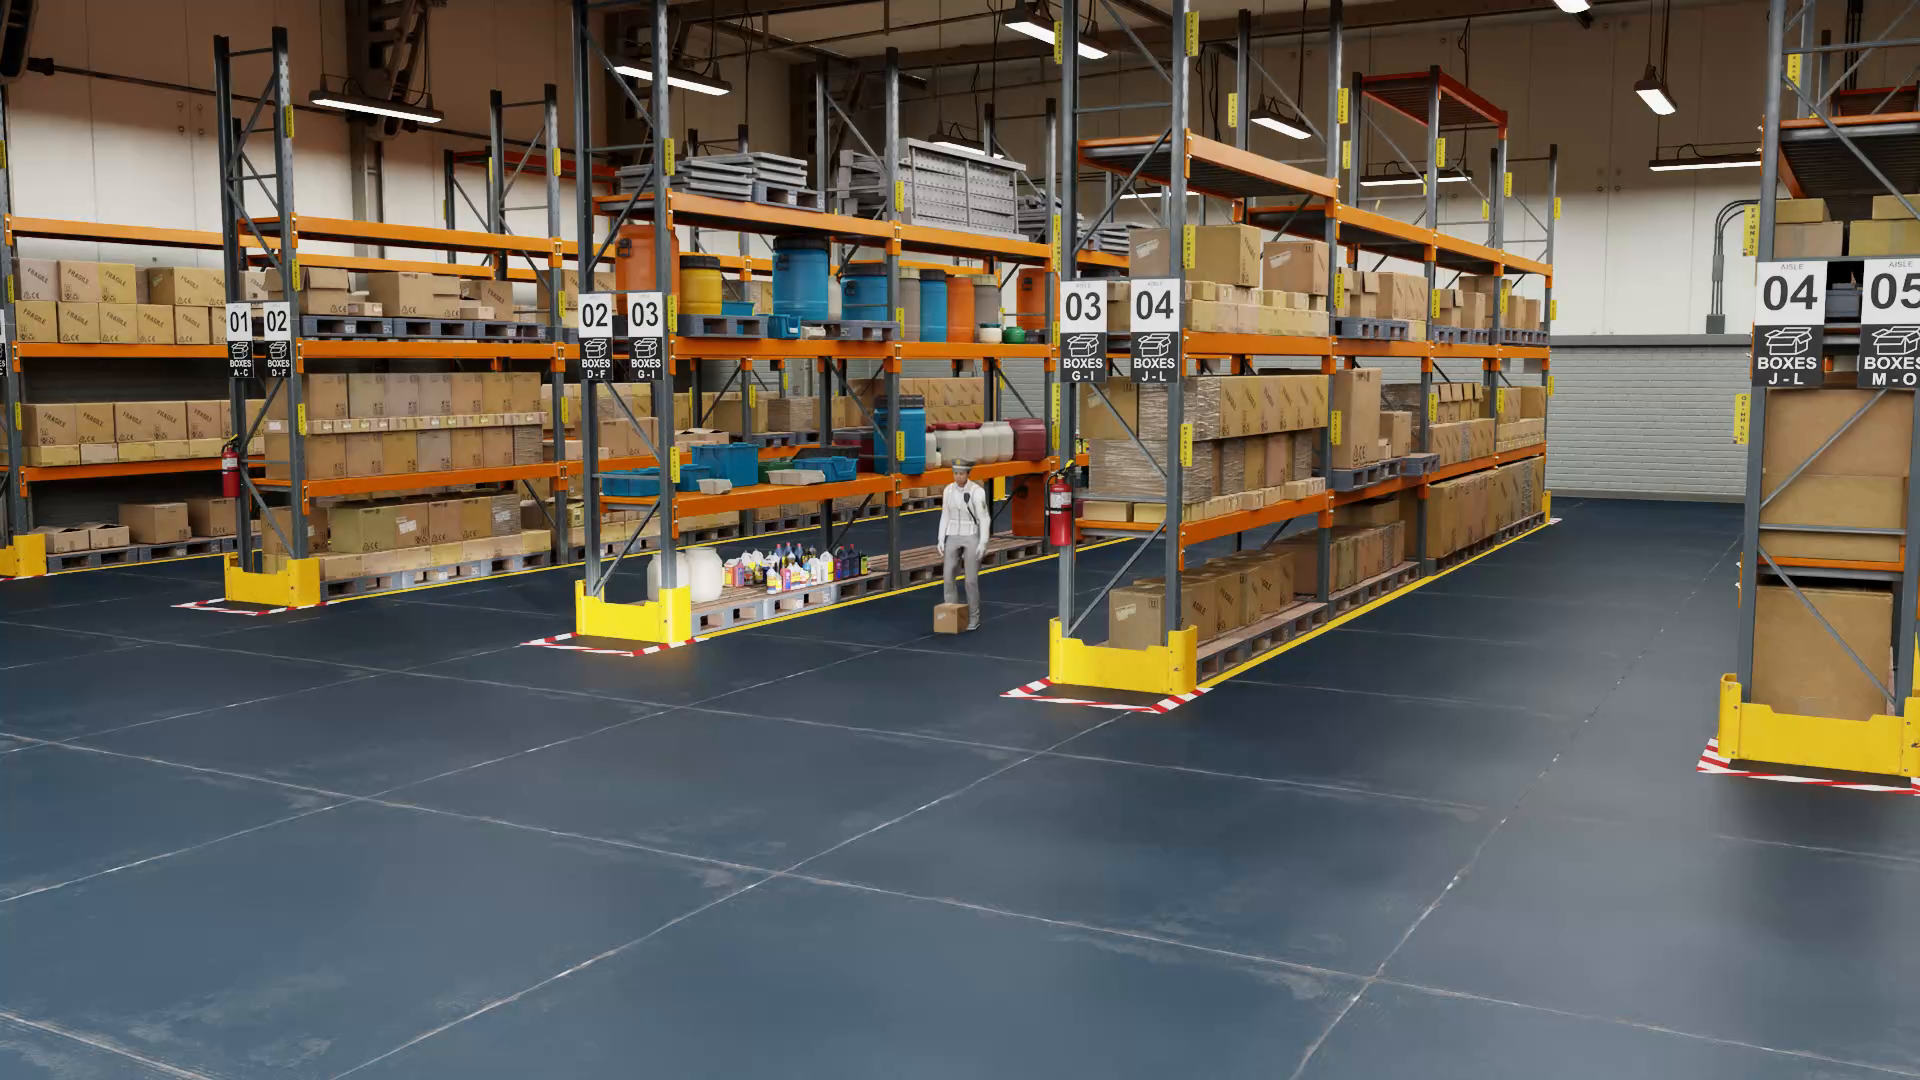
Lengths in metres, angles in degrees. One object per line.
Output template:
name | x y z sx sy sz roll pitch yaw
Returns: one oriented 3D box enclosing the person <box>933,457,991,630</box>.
person | 0.029 0.029 16.087 0.529 1.662 0.375 3 7 26
